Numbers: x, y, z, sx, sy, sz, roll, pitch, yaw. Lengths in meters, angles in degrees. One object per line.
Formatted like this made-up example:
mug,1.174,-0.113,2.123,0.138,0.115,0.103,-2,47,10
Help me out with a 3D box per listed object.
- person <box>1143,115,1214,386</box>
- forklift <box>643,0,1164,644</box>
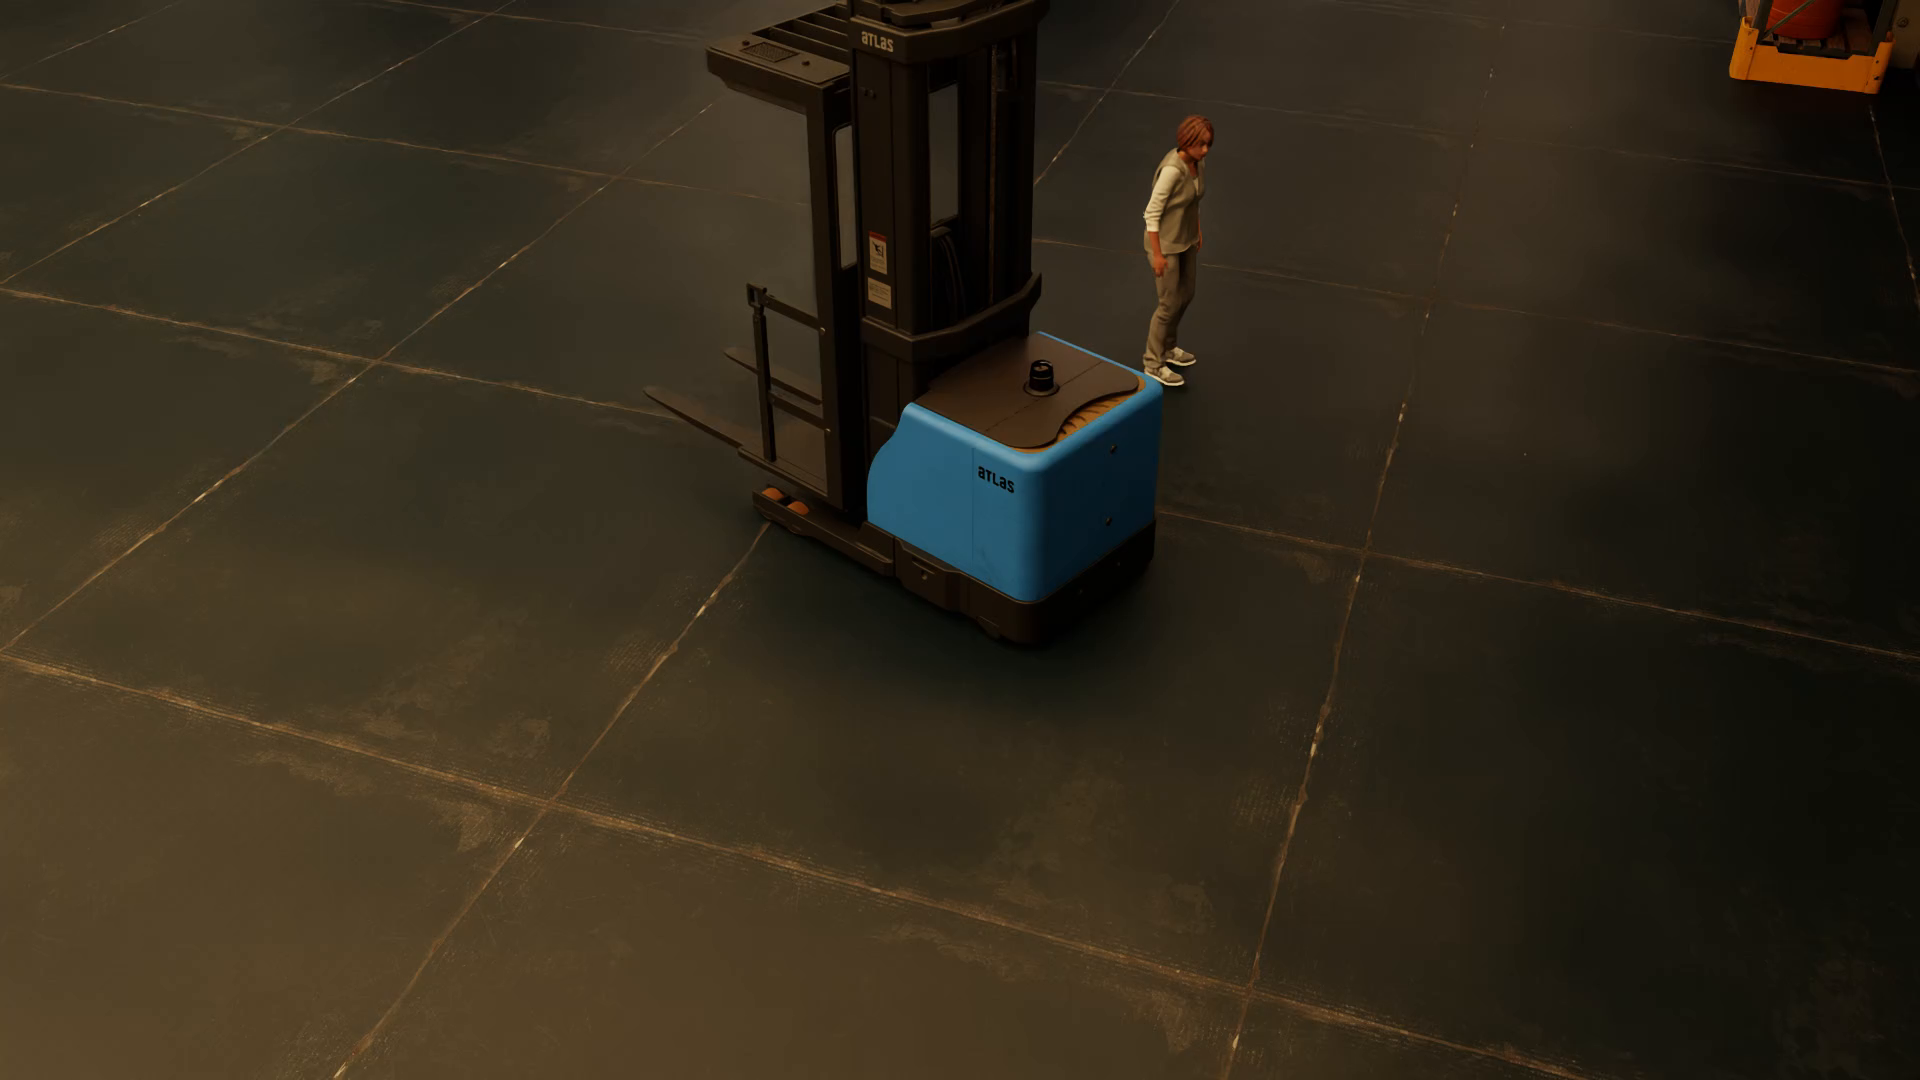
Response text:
person,1.264,-1.694,9.663,0.371,1.589,0.523,21,40,27
forklift,-0.455,-1.431,8.129,3.031,2.935,1.130,27,44,33
